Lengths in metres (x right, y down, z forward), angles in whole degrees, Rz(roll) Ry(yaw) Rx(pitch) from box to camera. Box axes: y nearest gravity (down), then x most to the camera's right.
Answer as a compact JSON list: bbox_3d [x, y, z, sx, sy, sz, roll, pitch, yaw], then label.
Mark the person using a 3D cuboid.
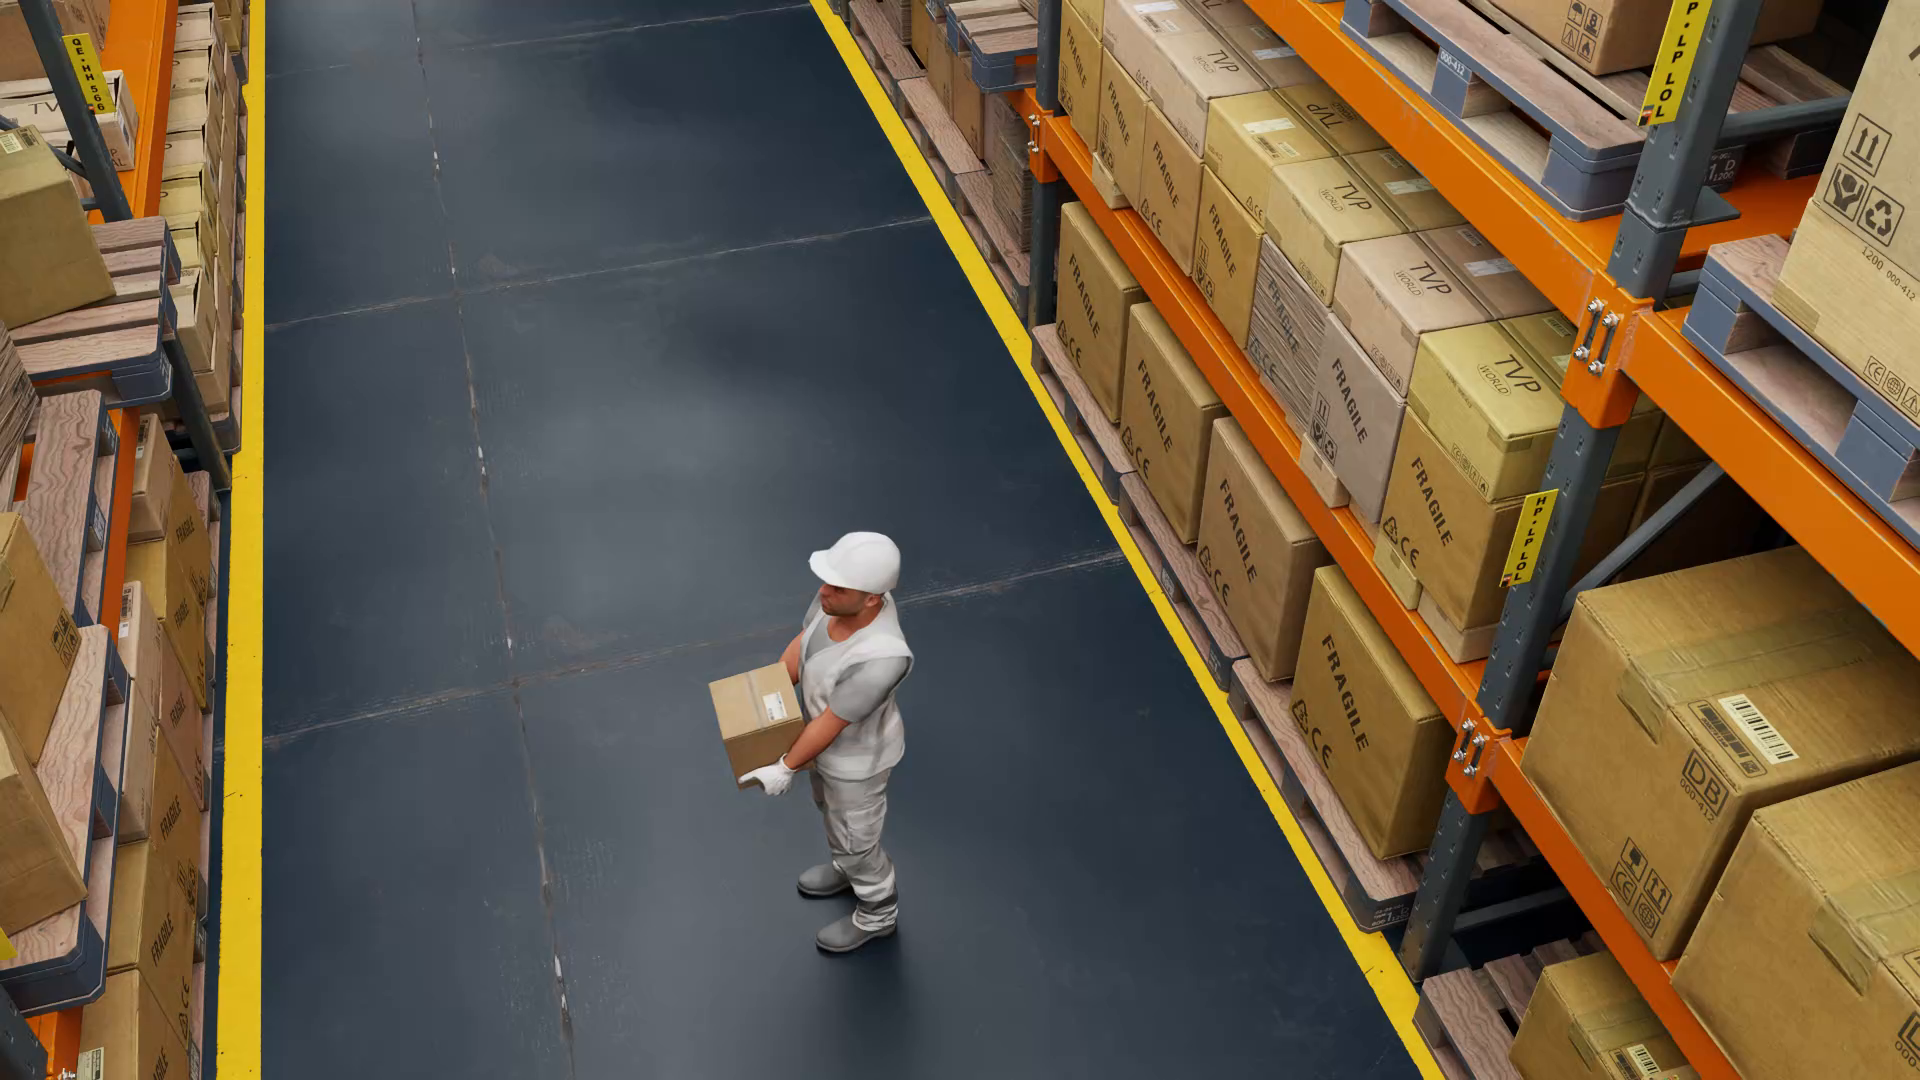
[{"bbox_3d":[-0.452,0.685,5.383,0.572,1.782,0.493,-11,43,-12],"label":"person"}]
